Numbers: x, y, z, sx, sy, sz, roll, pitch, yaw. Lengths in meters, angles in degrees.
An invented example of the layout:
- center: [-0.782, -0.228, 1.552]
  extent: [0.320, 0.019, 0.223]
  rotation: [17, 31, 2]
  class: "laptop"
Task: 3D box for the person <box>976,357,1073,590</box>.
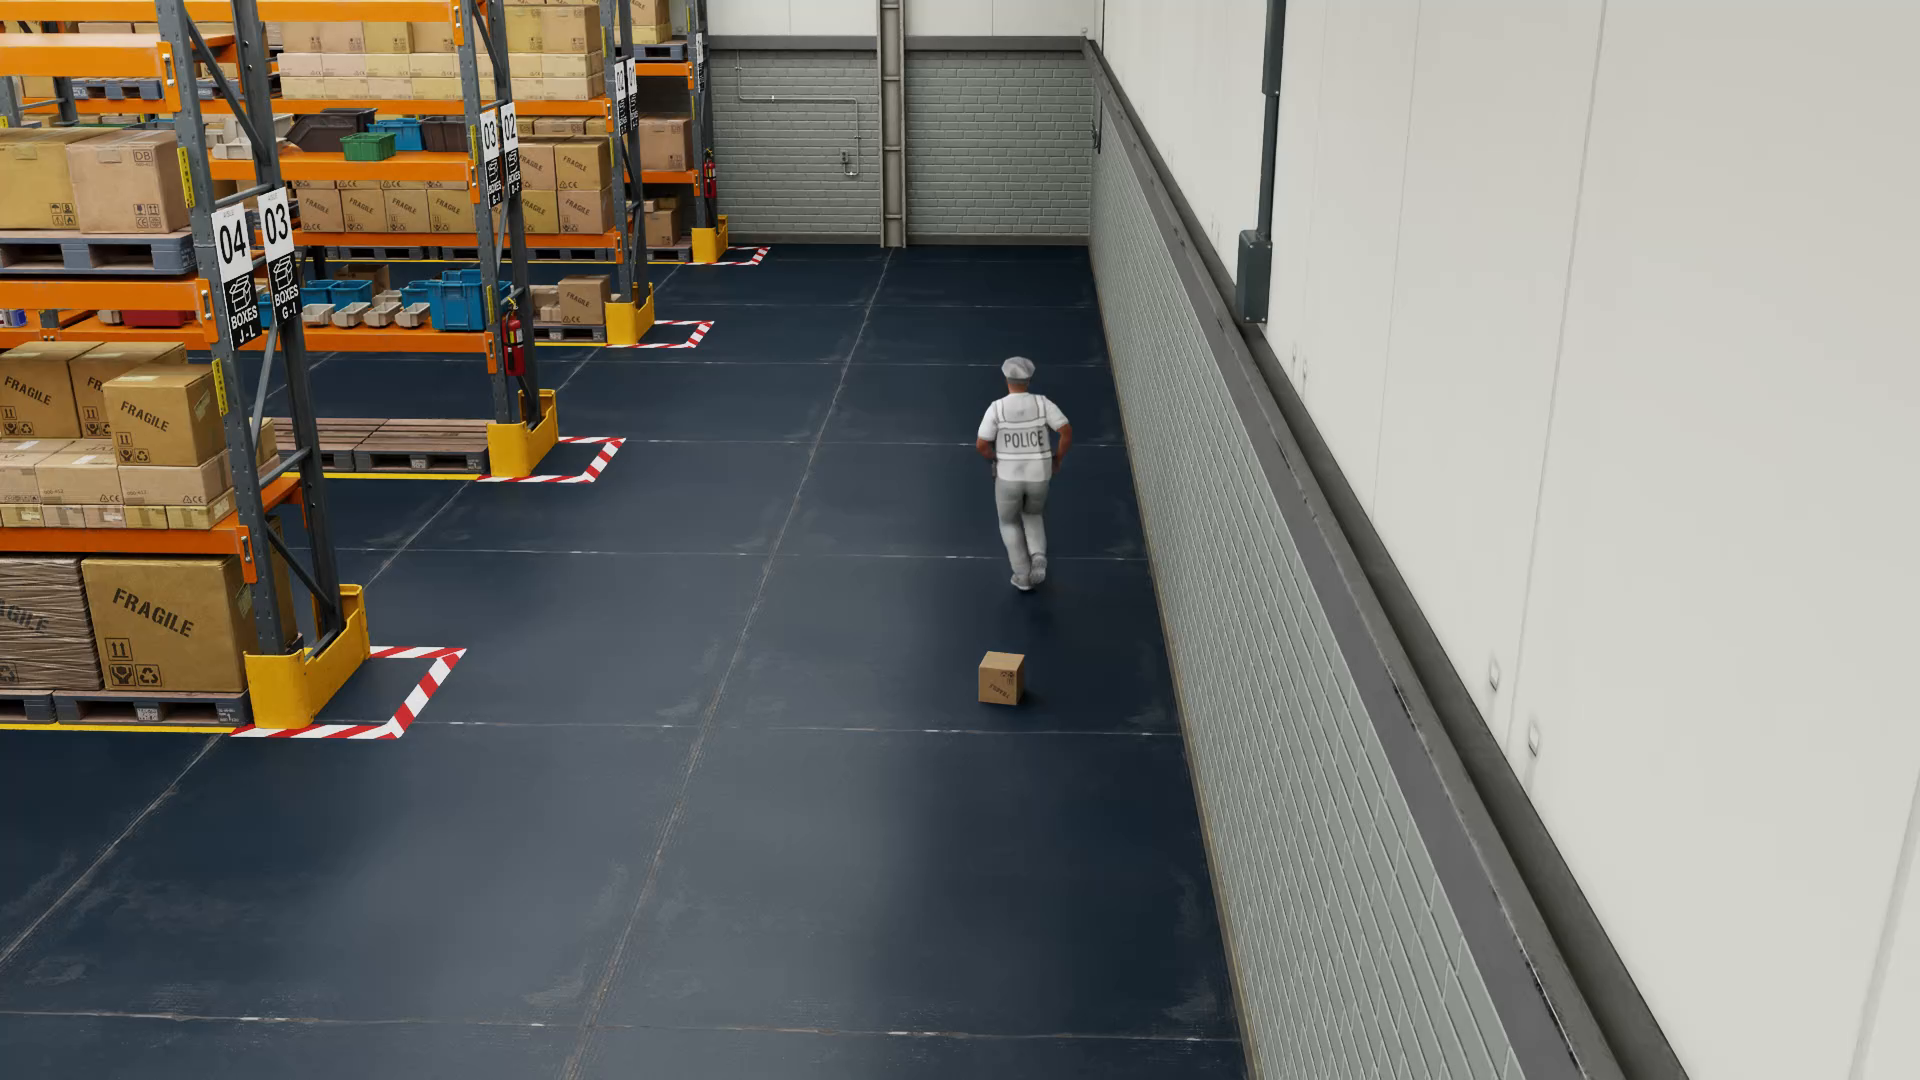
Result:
- center: [0.466, -0.491, 12.378]
  extent: [0.701, 1.731, 0.529]
  rotation: [-3, 21, -8]
  class: "person"
